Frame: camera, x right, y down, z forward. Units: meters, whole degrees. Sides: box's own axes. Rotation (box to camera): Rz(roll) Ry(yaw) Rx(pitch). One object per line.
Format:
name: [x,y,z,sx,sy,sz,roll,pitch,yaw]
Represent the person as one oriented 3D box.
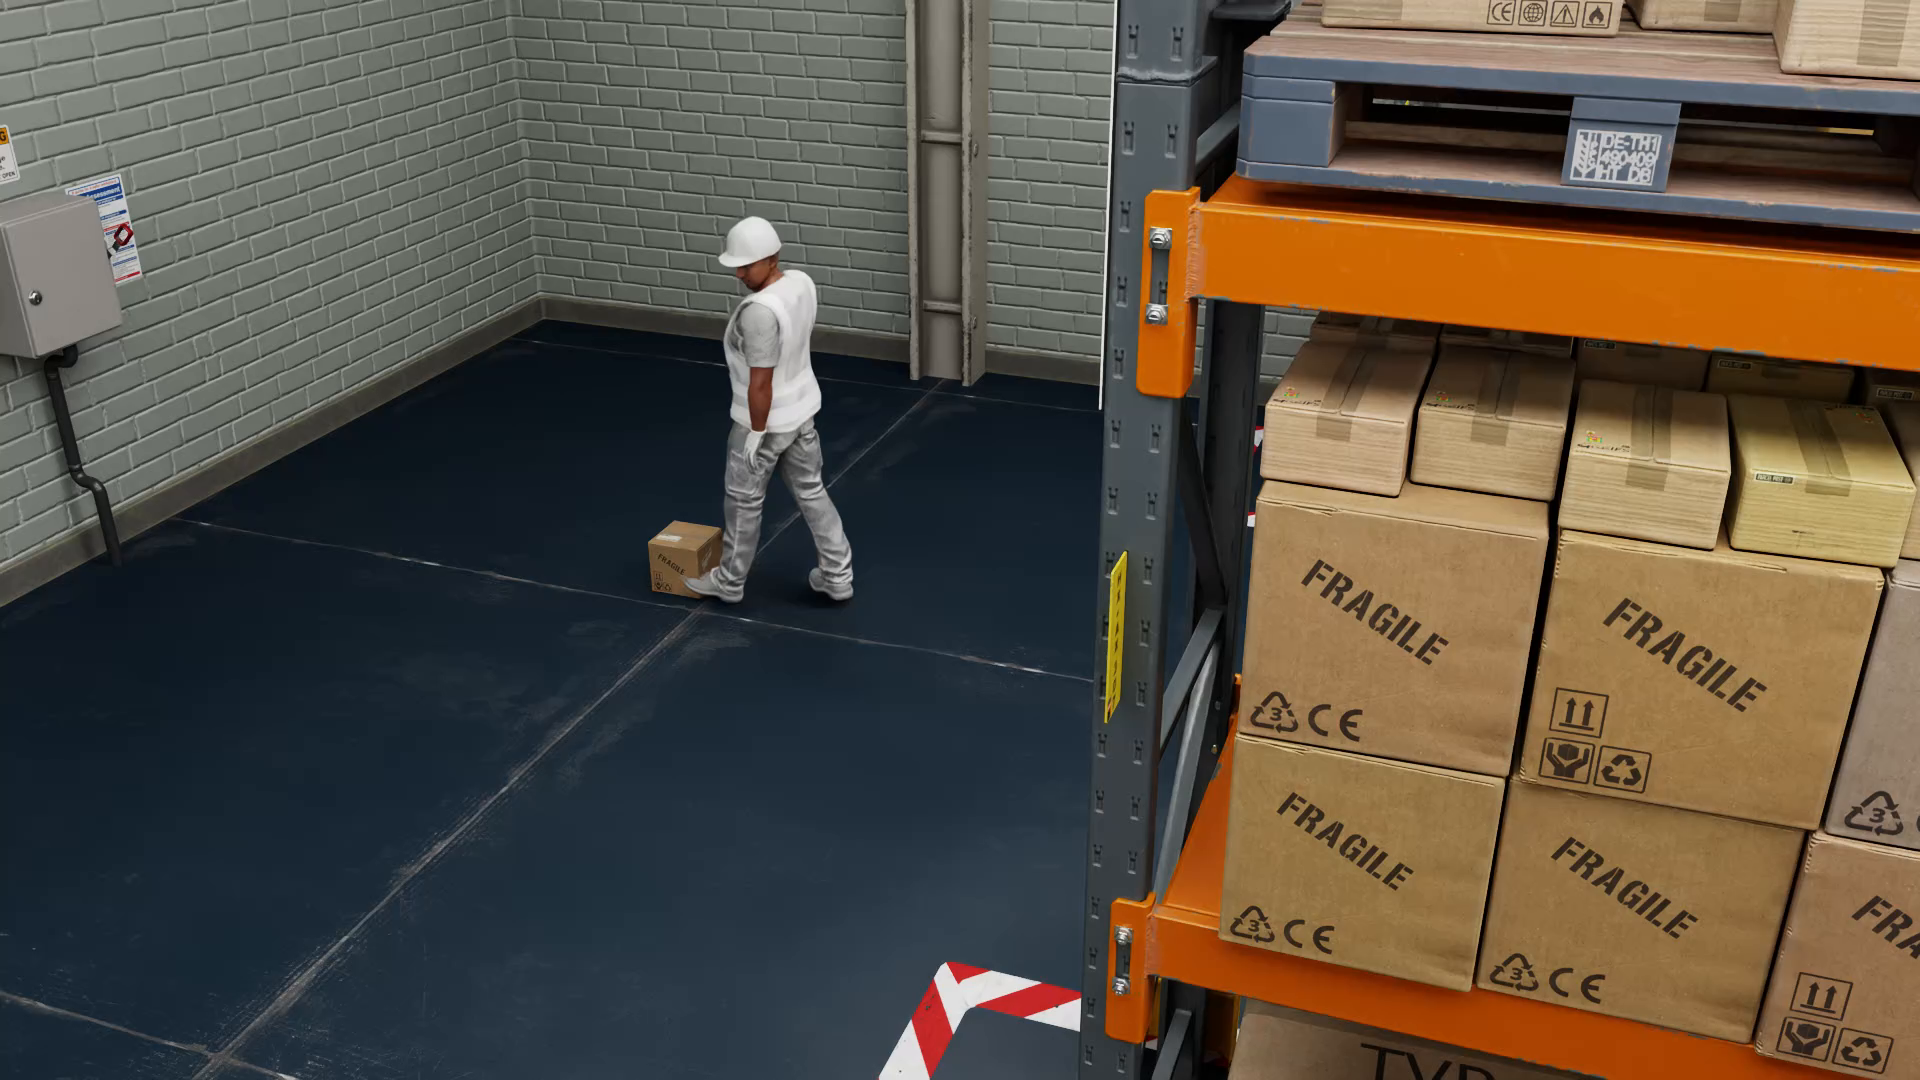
person: [-0.860,-0.551,7.226,0.779,1.771,0.597,12,28,23]
